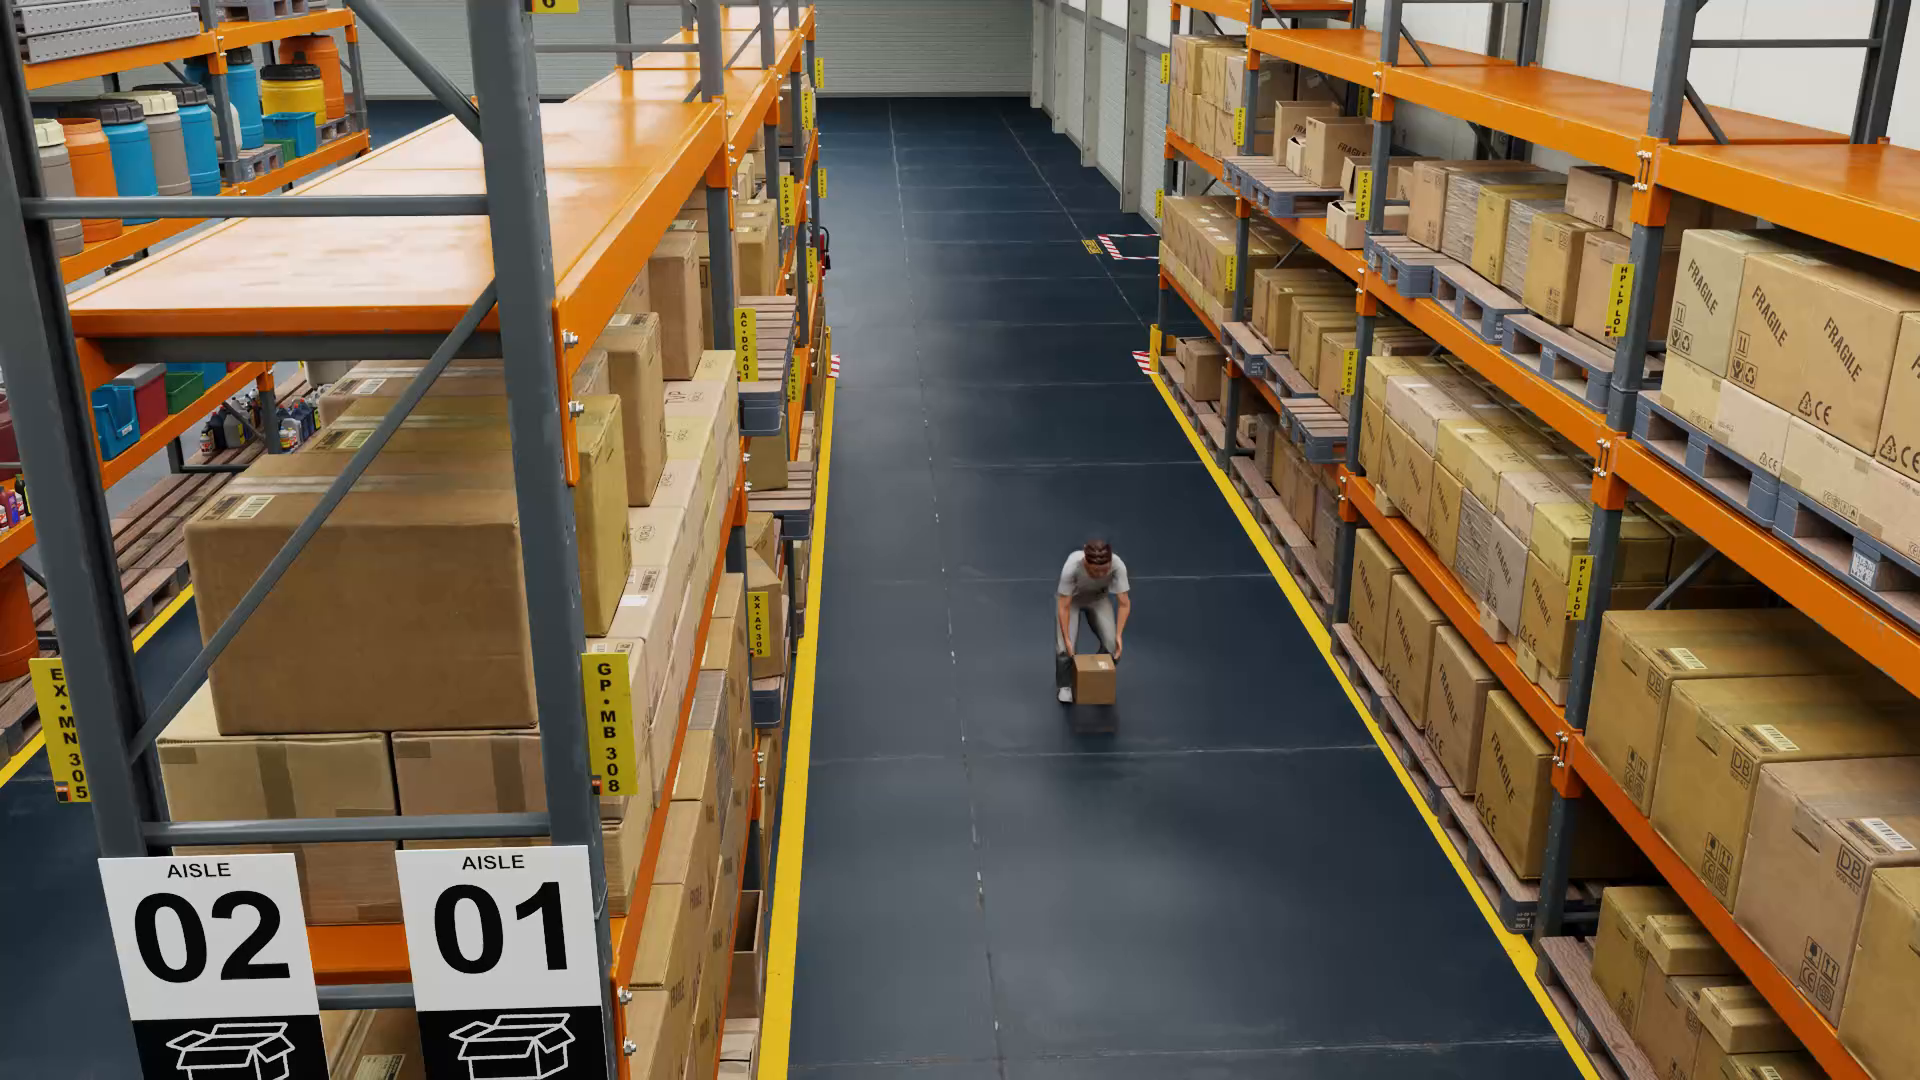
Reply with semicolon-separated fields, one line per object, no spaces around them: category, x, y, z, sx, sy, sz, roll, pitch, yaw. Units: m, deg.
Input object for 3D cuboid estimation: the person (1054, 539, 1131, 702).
person;0.880;0.502;11.177;0.494;1.249;0.705;-1;21;-3
